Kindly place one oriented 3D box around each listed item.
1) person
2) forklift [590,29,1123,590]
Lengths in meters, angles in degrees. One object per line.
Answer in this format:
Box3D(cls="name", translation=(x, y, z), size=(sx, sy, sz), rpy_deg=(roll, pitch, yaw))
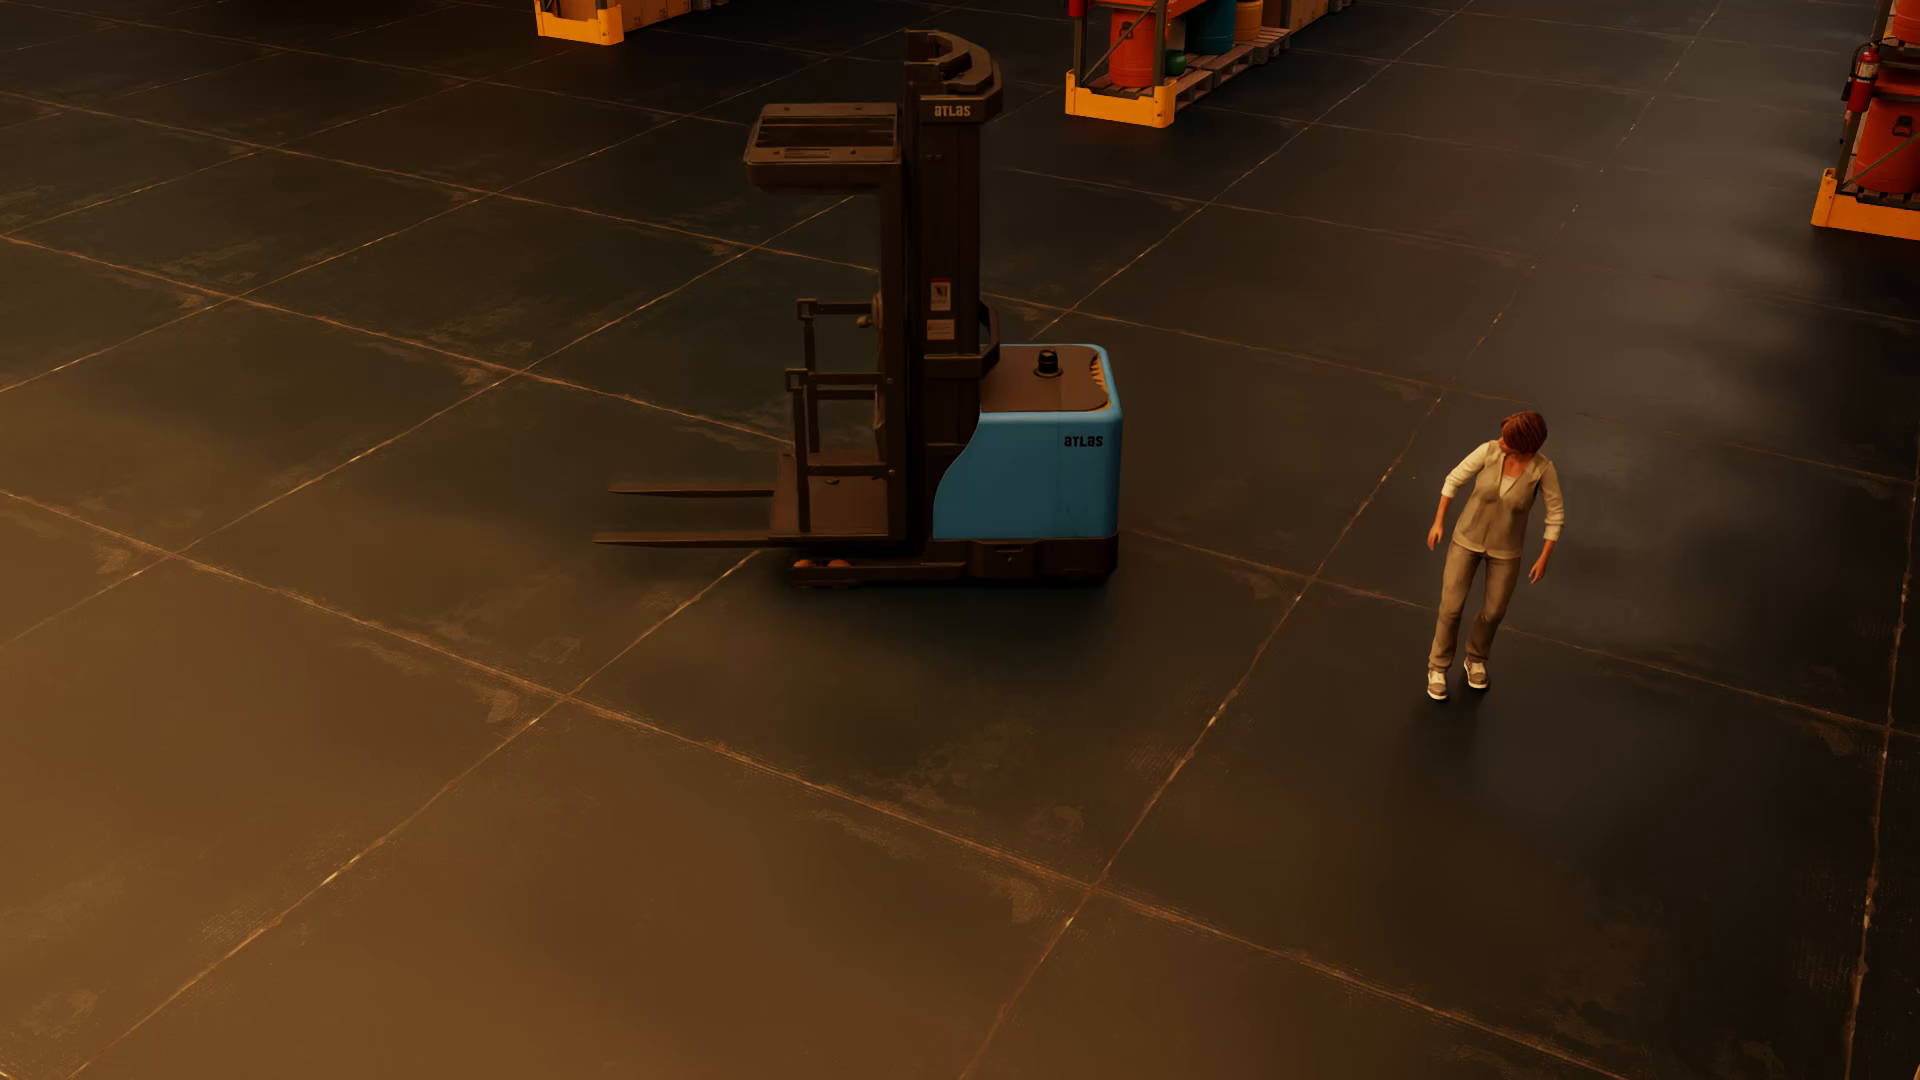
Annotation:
Box3D(cls="person", translation=(2.650, 0.072, 8.302), size=(0.621, 1.581, 0.456), rpy_deg=(10, 31, 17))
Box3D(cls="forklift", translation=(-0.618, -1.254, 9.244), size=(3.031, 2.935, 1.130), rpy_deg=(-1, 30, -1))
